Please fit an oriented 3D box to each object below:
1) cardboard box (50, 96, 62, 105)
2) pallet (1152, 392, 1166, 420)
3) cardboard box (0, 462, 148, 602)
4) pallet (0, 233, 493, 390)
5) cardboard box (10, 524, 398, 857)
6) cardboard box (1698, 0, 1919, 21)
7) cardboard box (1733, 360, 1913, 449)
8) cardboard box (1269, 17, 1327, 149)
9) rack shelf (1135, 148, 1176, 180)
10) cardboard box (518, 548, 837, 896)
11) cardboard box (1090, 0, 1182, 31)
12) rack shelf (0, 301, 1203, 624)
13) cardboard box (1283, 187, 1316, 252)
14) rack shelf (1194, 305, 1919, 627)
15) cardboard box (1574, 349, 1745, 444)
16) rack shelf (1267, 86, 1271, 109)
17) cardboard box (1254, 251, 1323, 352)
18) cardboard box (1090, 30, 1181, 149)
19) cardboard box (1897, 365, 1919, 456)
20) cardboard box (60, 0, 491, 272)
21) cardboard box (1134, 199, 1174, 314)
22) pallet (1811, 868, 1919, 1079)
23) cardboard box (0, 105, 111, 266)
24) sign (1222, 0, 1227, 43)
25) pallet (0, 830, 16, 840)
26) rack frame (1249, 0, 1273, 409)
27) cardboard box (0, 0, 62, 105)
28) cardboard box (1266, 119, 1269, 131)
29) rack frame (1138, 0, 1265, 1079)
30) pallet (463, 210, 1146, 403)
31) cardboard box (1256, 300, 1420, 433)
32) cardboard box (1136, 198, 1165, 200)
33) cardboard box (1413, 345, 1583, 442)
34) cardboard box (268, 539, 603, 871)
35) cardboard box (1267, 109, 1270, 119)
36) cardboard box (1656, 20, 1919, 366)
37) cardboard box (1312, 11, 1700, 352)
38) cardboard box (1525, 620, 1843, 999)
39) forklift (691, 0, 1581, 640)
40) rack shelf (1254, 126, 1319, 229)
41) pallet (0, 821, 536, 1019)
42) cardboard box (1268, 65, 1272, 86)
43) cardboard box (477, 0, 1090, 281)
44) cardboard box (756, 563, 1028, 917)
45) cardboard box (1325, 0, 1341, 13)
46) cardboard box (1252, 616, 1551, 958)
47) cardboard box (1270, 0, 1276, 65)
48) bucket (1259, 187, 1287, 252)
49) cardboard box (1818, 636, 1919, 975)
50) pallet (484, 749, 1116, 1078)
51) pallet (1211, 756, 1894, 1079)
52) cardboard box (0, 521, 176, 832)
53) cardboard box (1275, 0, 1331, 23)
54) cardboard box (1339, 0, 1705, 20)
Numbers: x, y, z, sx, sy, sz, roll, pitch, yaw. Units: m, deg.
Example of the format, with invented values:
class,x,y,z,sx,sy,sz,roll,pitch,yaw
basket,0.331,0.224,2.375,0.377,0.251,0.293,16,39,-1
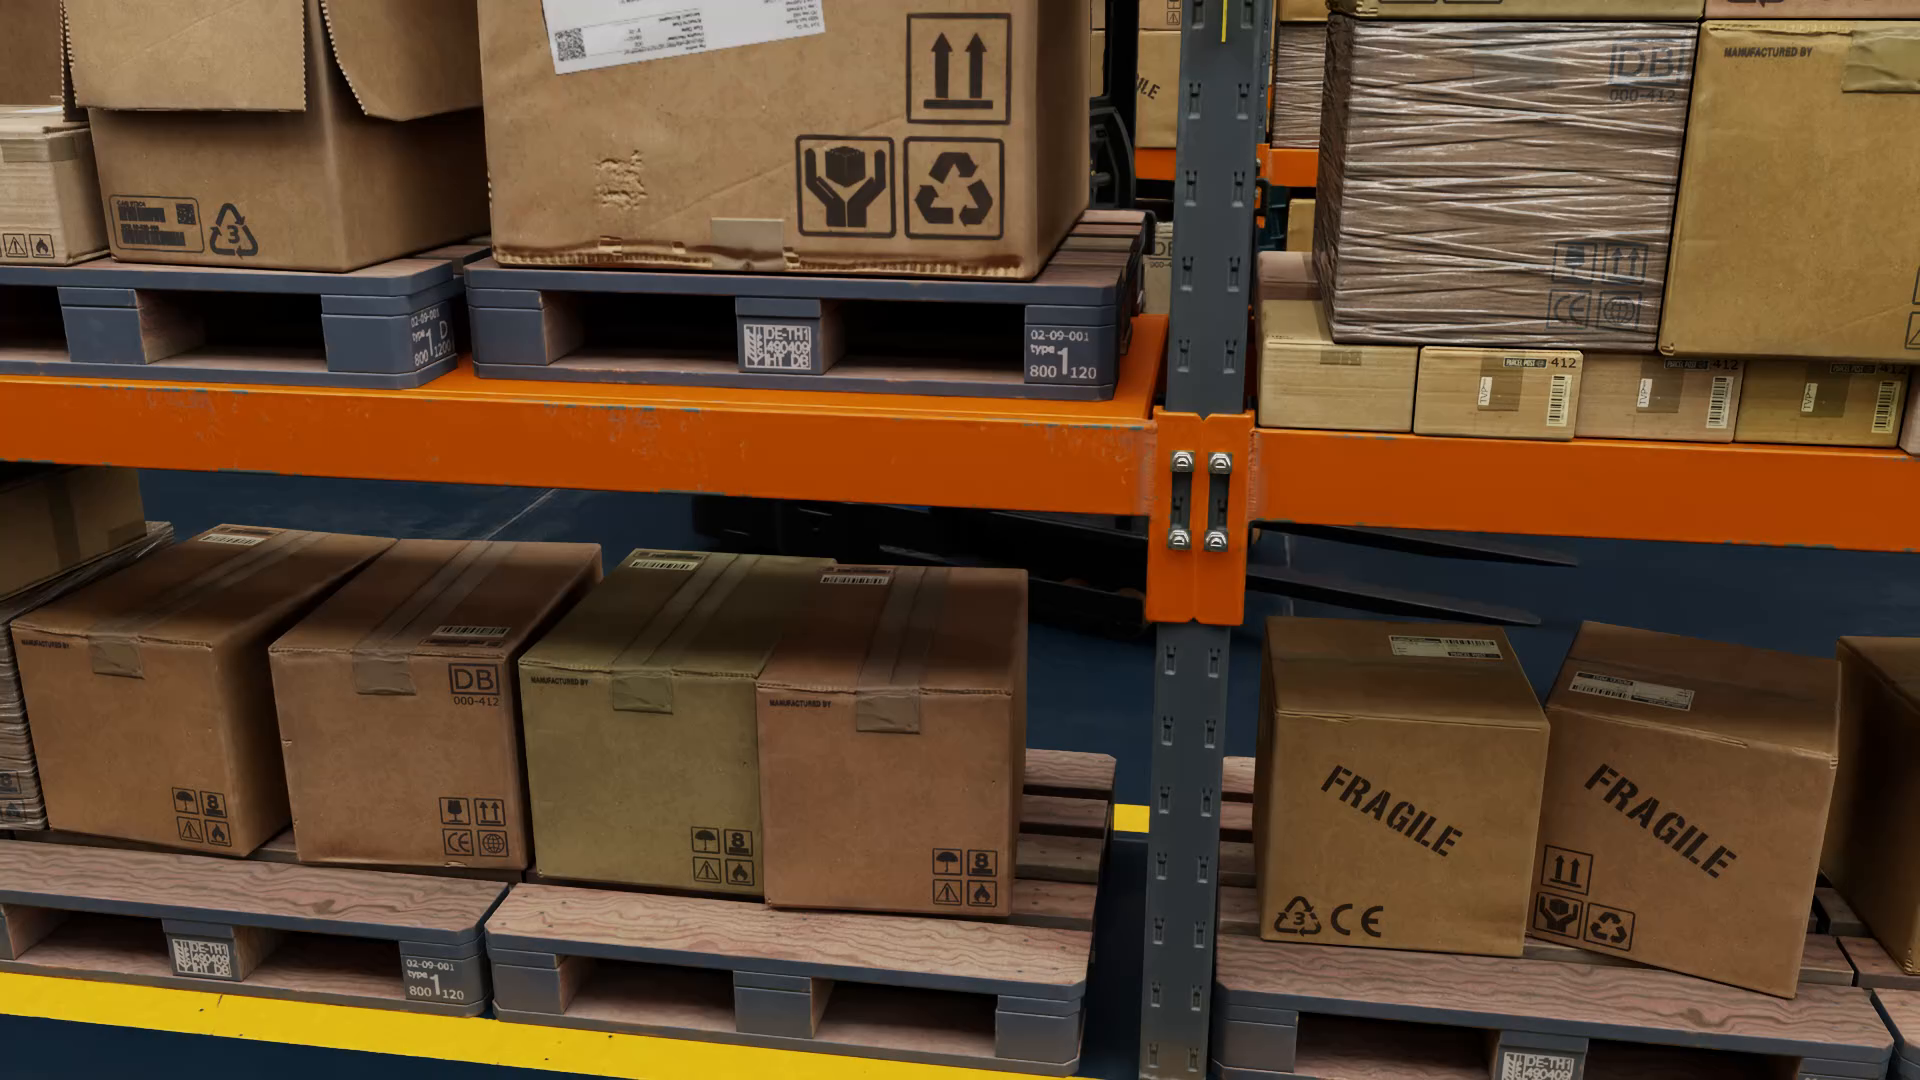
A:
class,x,y,z,sx,sy,sz,roll,pitch,yaw
cardboard box,-1.777,-0.870,3.726,0.258,0.266,0.396,2,19,7
pallet,0.596,-0.774,8.285,1.213,0.211,1.003,3,19,9
cardboard box,-2.274,-0.065,3.835,0.500,0.250,0.500,5,19,15
pallet,-1.505,-0.556,3.541,1.213,0.211,1.003,3,19,9
cardboard box,-1.691,0.320,3.864,0.500,0.500,0.700,5,19,13
cardboard box,1.381,-1.068,2.567,0.500,0.500,0.500,3,19,9
cardboard box,1.392,-0.278,2.804,0.250,0.149,0.380,3,19,9
cardboard box,1.736,-2.138,7.729,0.550,0.550,0.875,3,19,9
rack shelf,-0.605,-1.841,8.212,4.000,0.370,1.077,3,19,9
cardboard box,-0.587,0.376,3.697,0.500,0.500,0.700,3,19,8
cardboard box,0.879,-2.626,7.692,0.500,0.500,0.700,3,19,8
rack shelf,-1.491,-0.292,3.583,4.000,0.370,1.077,3,19,9
cardboard box,1.980,-1.220,7.907,0.875,0.875,0.875,3,19,9
rack shelf,2.458,-0.091,2.981,4.000,0.370,1.077,3,19,9
cardboard box,1.144,-0.288,2.832,0.250,0.149,0.380,3,19,9
rack shelf,4.030,-3.196,12.260,4.000,0.370,1.077,3,19,9
cardboard box,0.742,-0.495,3.451,0.250,0.149,0.380,3,19,9
cardboard box,0.812,-2.071,7.609,0.500,0.500,0.500,3,19,8
cardboard box,1.633,-0.253,2.728,0.250,0.149,0.380,3,19,9
cardboard box,-1.243,-0.839,3.259,0.637,0.503,0.797,5,19,14
cardboard box,0.743,-1.217,8.096,0.750,0.750,1.050,3,19,8
pallet,2.360,0.873,3.361,1.213,0.211,1.003,3,19,9
cardboard box,-1.848,-0.706,3.259,0.500,0.250,0.500,2,19,7
sign,0.399,-0.908,2.464,0.005,0.325,0.100,3,19,9
pallet,-2.695,0.628,4.093,1.213,0.211,1.003,3,19,9
rack frame,1.370,-2.082,7.797,0.127,3.000,1.000,3,19,9
cardboard box,-2.359,-0.969,3.653,0.500,0.500,0.700,6,19,17
cardboard box,3.268,-4.204,17.024,0.500,0.250,0.500,3,19,8
rack frame,0.483,-0.533,3.168,0.127,3.000,1.000,3,19,9
pallet,-0.248,-0.526,3.450,1.213,0.211,1.003,3,19,9
cardboard box,0.648,-0.309,2.894,0.250,0.149,0.380,3,19,9
cardboard box,1.537,-2.616,12.874,0.625,0.372,0.950,3,19,9
cardboard box,0.893,-0.292,2.844,0.250,0.149,0.380,3,19,9
cardboard box,-1.140,0.348,3.781,0.500,0.500,0.700,1,19,4
cardboard box,3.267,-4.439,16.940,0.500,0.250,0.500,3,19,8
cardboard box,1.406,-0.643,2.871,0.500,0.500,0.875,3,19,9
cardboard box,0.918,-0.679,2.979,0.500,0.500,0.875,3,19,9
cardboard box,1.439,0.513,3.321,0.500,0.500,0.500,9,21,26
forklift,0.538,-1.260,5.449,3.031,2.935,1.130,10,21,28
rack shelf,3.345,-1.640,7.610,4.000,0.370,1.077,3,19,9
pallet,-1.494,0.690,3.908,1.213,0.211,1.003,3,19,9
cardboard box,2.315,-3.402,12.139,0.250,0.149,0.380,3,19,8
cardboard box,-0.279,-1.100,3.257,1.000,1.000,1.000,3,19,9
cardboard box,-0.119,0.406,3.607,0.500,0.500,0.700,1,19,4
cardboard box,0.971,-1.259,3.136,0.500,0.500,0.500,3,19,9
cardboard box,0.872,0.486,3.400,0.500,0.500,0.500,2,19,7
cardboard box,2.445,-3.716,12.057,0.500,0.500,0.500,3,19,9
bucket,1.870,-1.965,10.213,0.620,0.611,0.726,-1,16,31
cardboard box,2.064,0.519,3.302,0.500,0.500,0.500,1,19,4
pallet,-0.286,0.751,3.726,1.213,0.211,1.003,3,19,9
pallet,1.152,0.812,3.543,1.213,0.211,1.003,3,19,9
cardboard box,-2.252,0.294,3.943,0.500,0.500,0.700,1,19,4
cardboard box,1.729,-2.635,7.514,0.550,0.550,0.875,3,19,9
cardboard box,0.887,-1.093,2.641,0.500,0.500,0.500,3,19,9
